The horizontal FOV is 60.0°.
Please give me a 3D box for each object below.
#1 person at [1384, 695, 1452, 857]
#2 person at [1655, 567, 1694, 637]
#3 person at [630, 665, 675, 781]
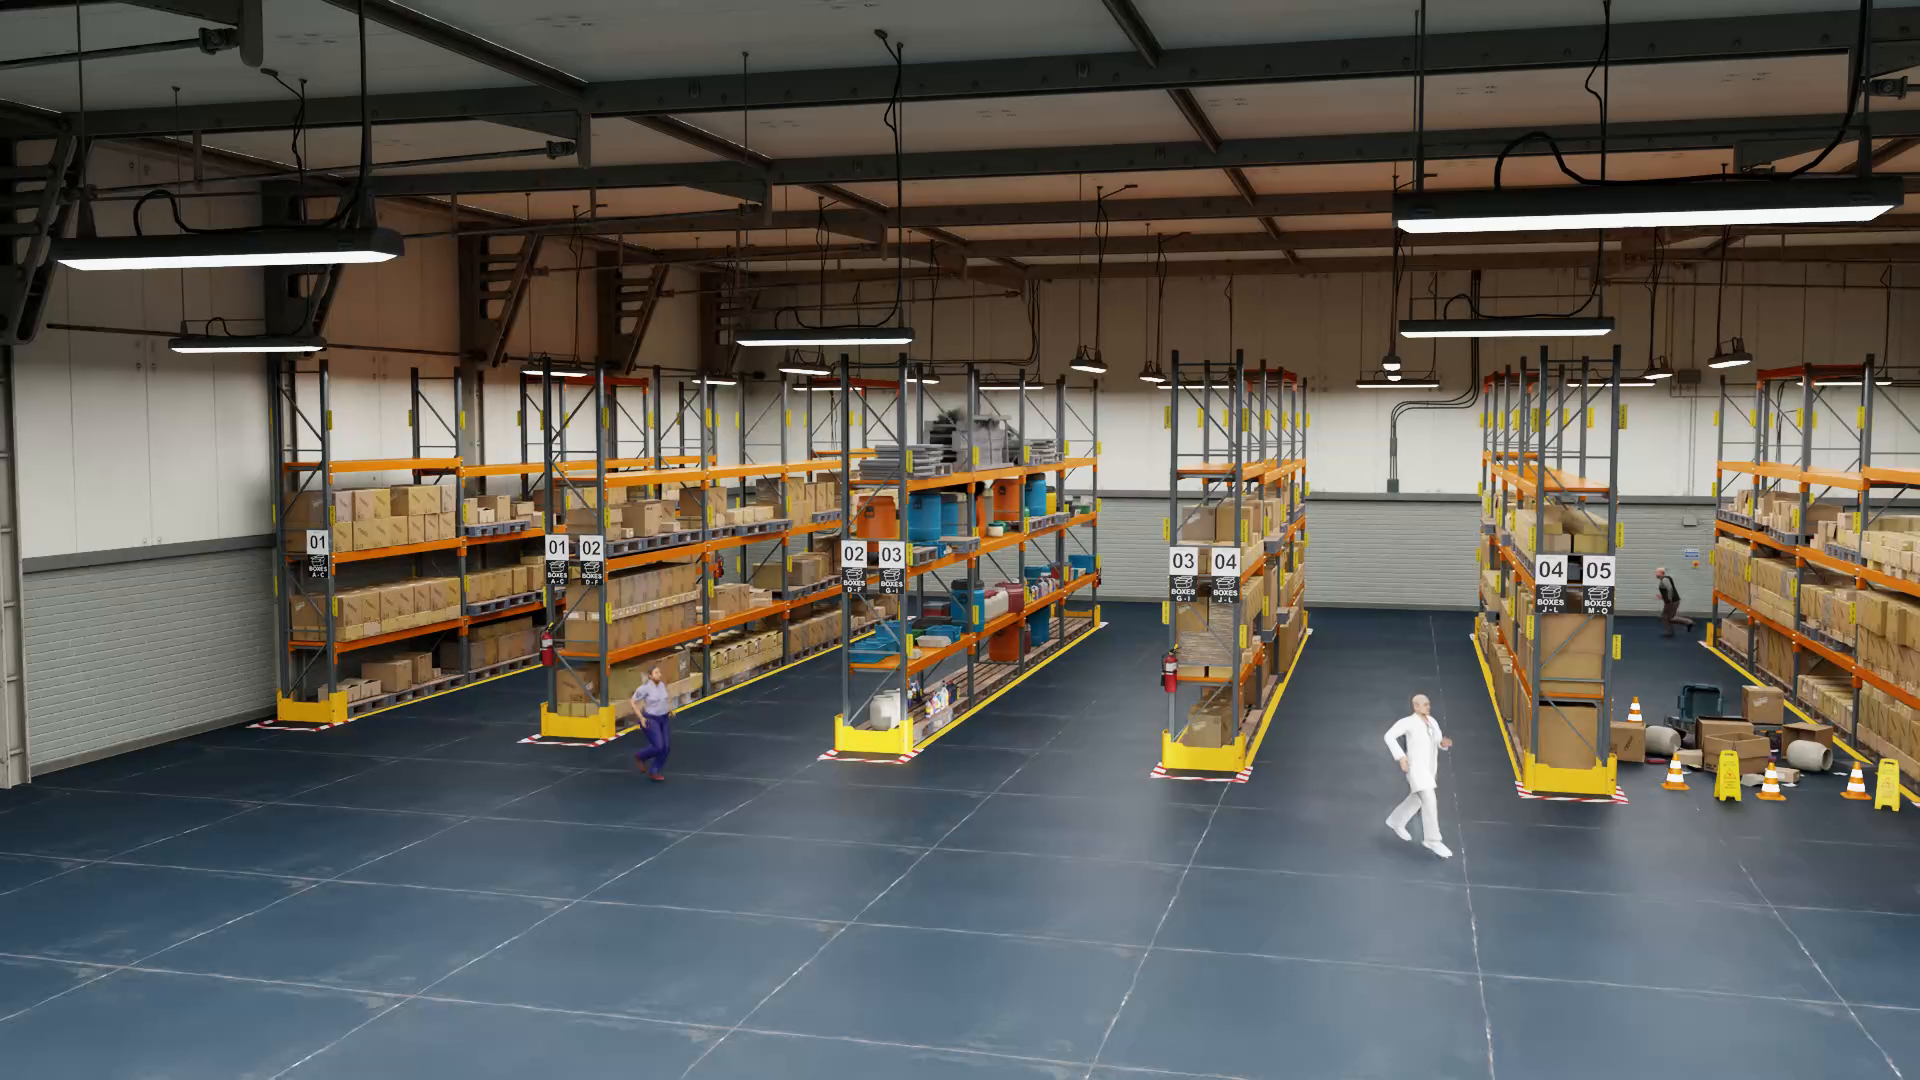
[{"bbox_3d":[5.358,2.699,19.373,0.687,1.808,0.990,-4,5,-41],"label":"person"},{"bbox_3d":[16.448,1.453,38.290,0.857,1.629,0.658,2,5,27],"label":"person"},{"bbox_3d":[-4.229,2.547,23.126,0.550,1.607,0.615,3,5,37],"label":"person"}]
